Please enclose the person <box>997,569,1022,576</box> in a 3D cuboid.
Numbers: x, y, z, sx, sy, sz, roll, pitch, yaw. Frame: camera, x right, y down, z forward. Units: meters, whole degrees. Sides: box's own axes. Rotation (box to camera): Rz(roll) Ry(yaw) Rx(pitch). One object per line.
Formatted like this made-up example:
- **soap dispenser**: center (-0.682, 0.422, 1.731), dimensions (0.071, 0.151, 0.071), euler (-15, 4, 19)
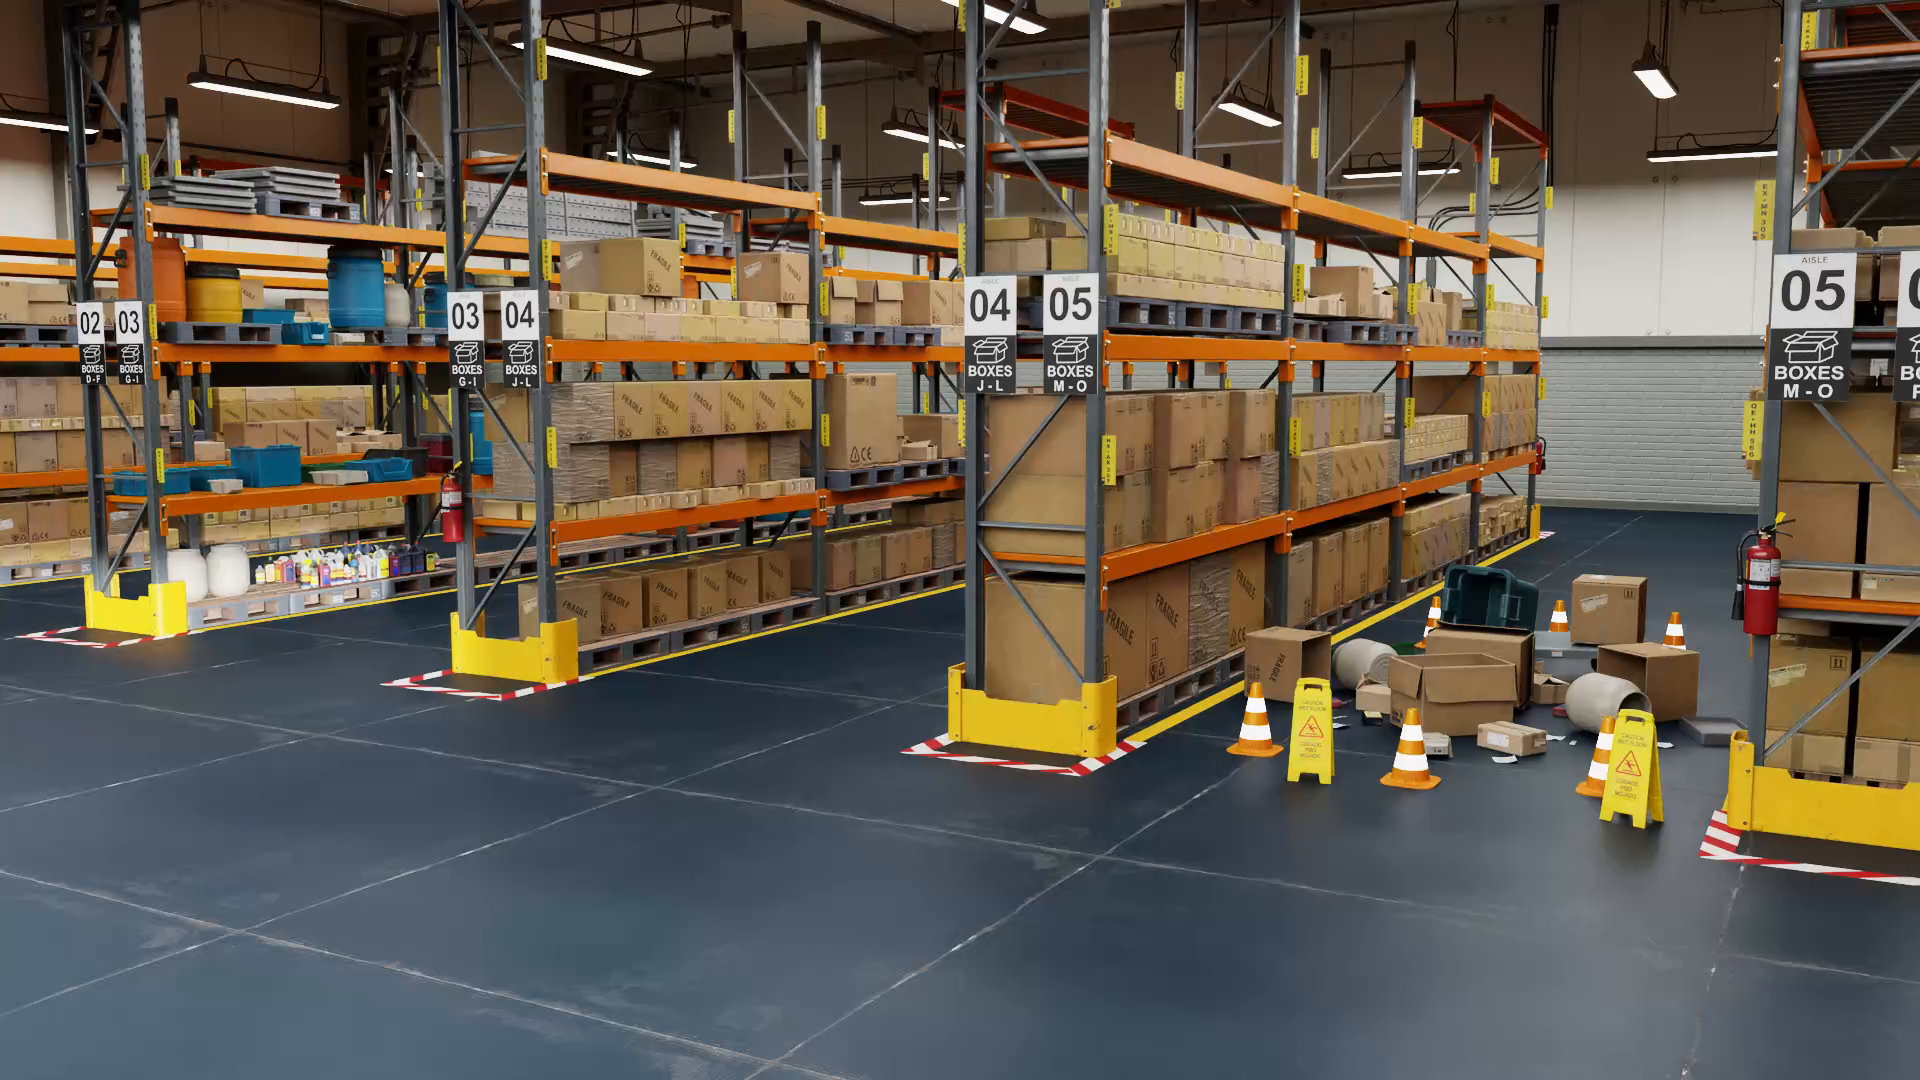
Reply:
- **person**: center (0.569, -0.087, 17.745), dimensions (0.438, 1.655, 0.297), euler (3, 7, 30)
